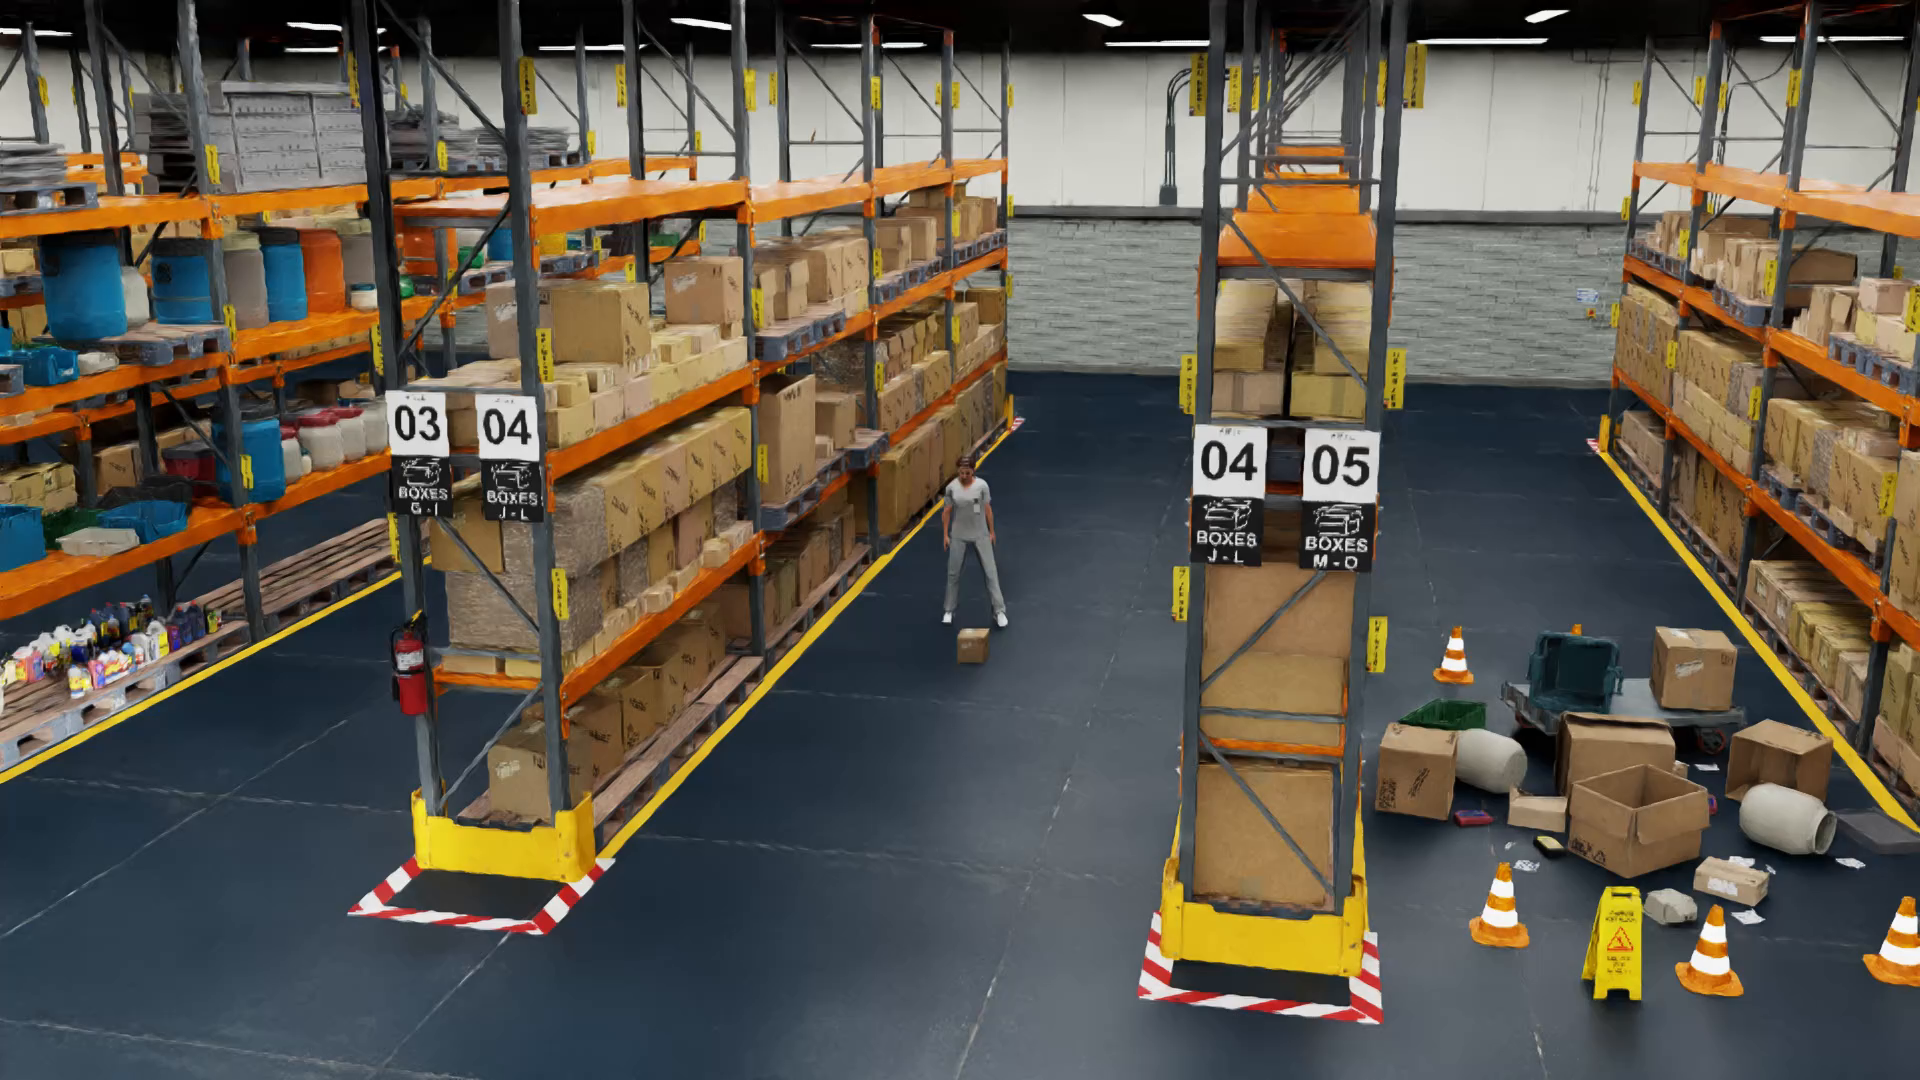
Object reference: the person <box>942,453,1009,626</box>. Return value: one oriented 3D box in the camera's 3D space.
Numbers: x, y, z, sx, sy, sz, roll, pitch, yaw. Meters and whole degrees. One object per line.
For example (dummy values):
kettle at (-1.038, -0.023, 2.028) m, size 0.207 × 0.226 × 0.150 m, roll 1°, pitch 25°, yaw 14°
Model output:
person at (0.149, -0.007, 15.974) m, size 0.642 × 1.668 × 0.458 m, roll 0°, pitch 15°, yaw 1°
